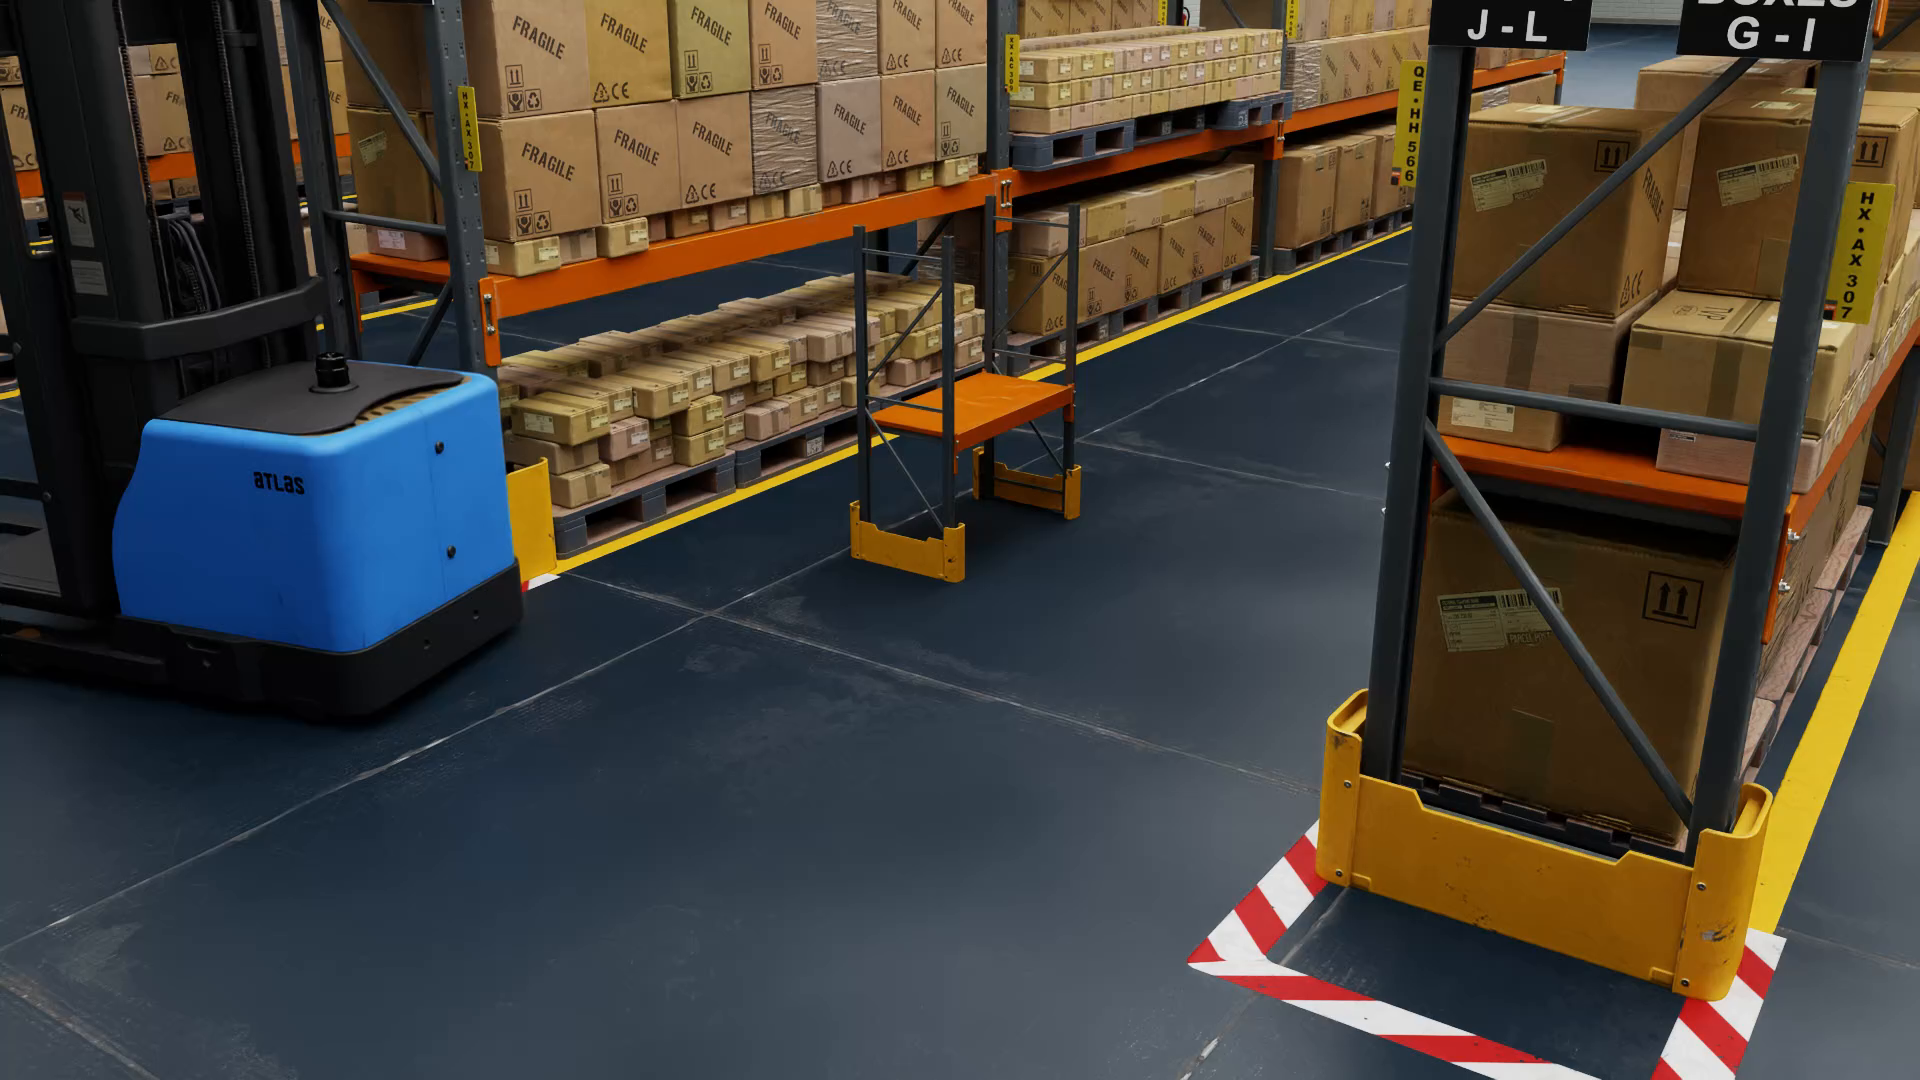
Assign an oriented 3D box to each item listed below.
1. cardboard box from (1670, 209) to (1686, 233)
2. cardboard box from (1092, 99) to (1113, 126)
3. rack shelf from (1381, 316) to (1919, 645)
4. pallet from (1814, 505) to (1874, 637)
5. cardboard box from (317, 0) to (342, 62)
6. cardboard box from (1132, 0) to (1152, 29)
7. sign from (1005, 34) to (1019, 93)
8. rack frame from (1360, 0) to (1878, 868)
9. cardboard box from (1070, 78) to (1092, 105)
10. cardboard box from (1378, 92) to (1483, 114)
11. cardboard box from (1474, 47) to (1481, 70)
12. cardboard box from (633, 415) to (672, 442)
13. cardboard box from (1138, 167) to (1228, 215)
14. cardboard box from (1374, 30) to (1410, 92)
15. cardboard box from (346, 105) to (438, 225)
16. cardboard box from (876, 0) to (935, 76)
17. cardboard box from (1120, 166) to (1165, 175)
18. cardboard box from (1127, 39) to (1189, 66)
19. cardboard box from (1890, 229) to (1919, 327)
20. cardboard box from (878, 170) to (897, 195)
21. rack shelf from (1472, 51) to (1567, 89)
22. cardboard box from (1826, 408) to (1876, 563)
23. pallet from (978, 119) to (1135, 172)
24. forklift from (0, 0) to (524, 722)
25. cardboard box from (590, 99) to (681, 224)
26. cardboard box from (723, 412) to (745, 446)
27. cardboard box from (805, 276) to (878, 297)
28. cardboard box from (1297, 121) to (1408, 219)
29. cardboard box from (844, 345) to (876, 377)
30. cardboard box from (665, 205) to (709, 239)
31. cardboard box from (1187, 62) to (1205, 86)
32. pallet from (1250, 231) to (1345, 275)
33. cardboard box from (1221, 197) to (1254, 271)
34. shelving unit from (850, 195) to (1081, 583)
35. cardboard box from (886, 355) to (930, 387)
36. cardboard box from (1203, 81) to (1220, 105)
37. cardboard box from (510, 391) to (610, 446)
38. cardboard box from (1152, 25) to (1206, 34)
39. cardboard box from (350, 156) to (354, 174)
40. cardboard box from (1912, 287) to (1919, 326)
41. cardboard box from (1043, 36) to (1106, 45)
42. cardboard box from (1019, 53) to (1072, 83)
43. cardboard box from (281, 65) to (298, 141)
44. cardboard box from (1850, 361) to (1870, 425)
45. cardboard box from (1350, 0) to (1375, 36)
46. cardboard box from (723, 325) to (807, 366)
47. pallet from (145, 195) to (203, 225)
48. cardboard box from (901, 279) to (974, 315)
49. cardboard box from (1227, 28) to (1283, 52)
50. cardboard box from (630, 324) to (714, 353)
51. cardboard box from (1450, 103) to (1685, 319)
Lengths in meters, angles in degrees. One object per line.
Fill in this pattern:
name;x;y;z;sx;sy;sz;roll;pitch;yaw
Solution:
cardboard box;2.559;-1.038;6.035;0.500;0.250;0.500;13;24;32
cardboard box;0.745;-2.734;10.590;0.380;0.149;0.250;13;24;32
rack shelf;2.770;-0.573;6.027;1.077;0.370;4.000;13;24;32
pallet;3.402;0.027;7.388;1.003;0.211;1.213;13;24;32
cardboard box;-4.631;-3.599;11.586;0.500;0.500;0.500;13;24;31
cardboard box;2.081;-6.694;20.965;0.500;0.500;0.500;13;24;32
sign;0.302;-2.783;9.716;0.100;0.325;0.005;13;24;32
rack frame;1.645;-0.336;4.351;1.000;3.000;0.127;13;24;32
cardboard box;0.595;-2.797;10.331;0.380;0.149;0.250;13;24;31
cardboard box;4.757;-4.143;17.099;0.875;0.875;0.875;14;24;33
cardboard box;4.834;-5.116;17.057;0.875;0.550;0.550;13;24;32
cardboard box;-1.628;-0.587;8.104;0.380;0.149;0.250;14;24;33
cardboard box;1.655;-2.610;12.414;0.500;0.250;0.500;14;24;33
cardboard box;3.706;-4.331;15.005;0.500;0.500;0.500;14;24;32
cardboard box;-2.360;-1.698;7.459;0.500;0.500;0.500;14;24;33
cardboard box;-0.478;-2.799;8.993;0.500;0.500;0.500;12;24;30
cardboard box;1.225;-2.708;12.680;0.500;0.250;0.500;13;24;31
cardboard box;1.325;-3.311;11.292;0.380;0.149;0.250;14;25;33
cardboard box;3.000;-0.935;5.757;0.500;0.250;0.500;13;24;31
cardboard box;-0.574;-2.014;9.248;0.380;0.149;0.250;13;24;30
rack shelf;5.470;-5.012;18.028;1.077;0.370;4.000;13;24;32
cardboard box;3.457;-0.511;7.279;0.875;0.875;0.875;13;24;32
pallet;0.399;-2.581;10.696;1.003;0.211;1.213;13;24;32
forklift;-3.332;-1.029;6.321;3.031;2.935;1.130;7;22;19
cardboard box;-1.639;-1.753;7.606;0.500;0.500;0.500;13;24;32
cardboard box;-1.328;-0.588;8.534;0.380;0.149;0.250;13;24;32
cardboard box;-0.720;-1.493;10.125;0.380;0.149;0.250;15;25;34
cardboard box;3.526;-3.446;15.394;1.050;0.750;0.750;13;24;32
cardboard box;-0.692;-1.037;9.321;0.380;0.149;0.250;14;24;33
cardboard box;-1.437;-1.566;8.037;0.380;0.149;0.250;13;24;31
cardboard box;1.473;-3.246;11.544;0.380;0.149;0.250;14;24;33
pallet;2.603;-2.532;14.305;1.003;0.211;1.213;13;24;32
cardboard box;1.944;-2.413;12.962;0.500;0.500;0.500;13;24;32
shelving unit;0.043;-0.725;7.564;0.587;1.500;1.083;13;24;32
cardboard box;-0.400;-1.015;9.688;0.380;0.149;0.250;12;24;30
cardboard box;1.622;-3.183;11.803;0.380;0.149;0.250;12;23;29
cardboard box;-1.824;-0.556;7.590;0.380;0.149;0.250;12;23;29
cardboard box;1.675;-3.890;12.857;0.380;0.149;0.250;13;24;32
cardboard box;-6.510;-4.251;17.932;0.500;0.500;0.500;13;24;31
cardboard box;3.415;-0.919;6.289;0.380;0.149;0.250;14;24;33
cardboard box;0.797;-3.443;11.649;0.380;0.149;0.250;13;24;31
cardboard box;0.451;-2.862;10.077;0.380;0.149;0.250;15;25;35
cardboard box;-4.906;-2.985;11.367;0.500;0.500;0.500;13;24;31
cardboard box;2.550;-0.479;5.097;0.380;0.149;0.250;13;24;31
cardboard box;3.215;-4.710;14.590;0.700;0.500;0.500;13;24;31
cardboard box;-1.039;-1.028;8.867;0.380;0.149;0.250;13;24;32
pallet;-7.983;-3.316;16.427;1.003;0.211;1.213;13;24;32
cardboard box;-0.136;-1.466;10.052;0.380;0.149;0.250;14;25;33
cardboard box;2.201;-3.756;12.495;0.380;0.149;0.250;12;24;30
cardboard box;-1.540;-1.037;8.890;0.380;0.149;0.250;12;24;30
cardboard box;1.702;-0.948;4.711;0.500;0.500;0.500;14;24;32
